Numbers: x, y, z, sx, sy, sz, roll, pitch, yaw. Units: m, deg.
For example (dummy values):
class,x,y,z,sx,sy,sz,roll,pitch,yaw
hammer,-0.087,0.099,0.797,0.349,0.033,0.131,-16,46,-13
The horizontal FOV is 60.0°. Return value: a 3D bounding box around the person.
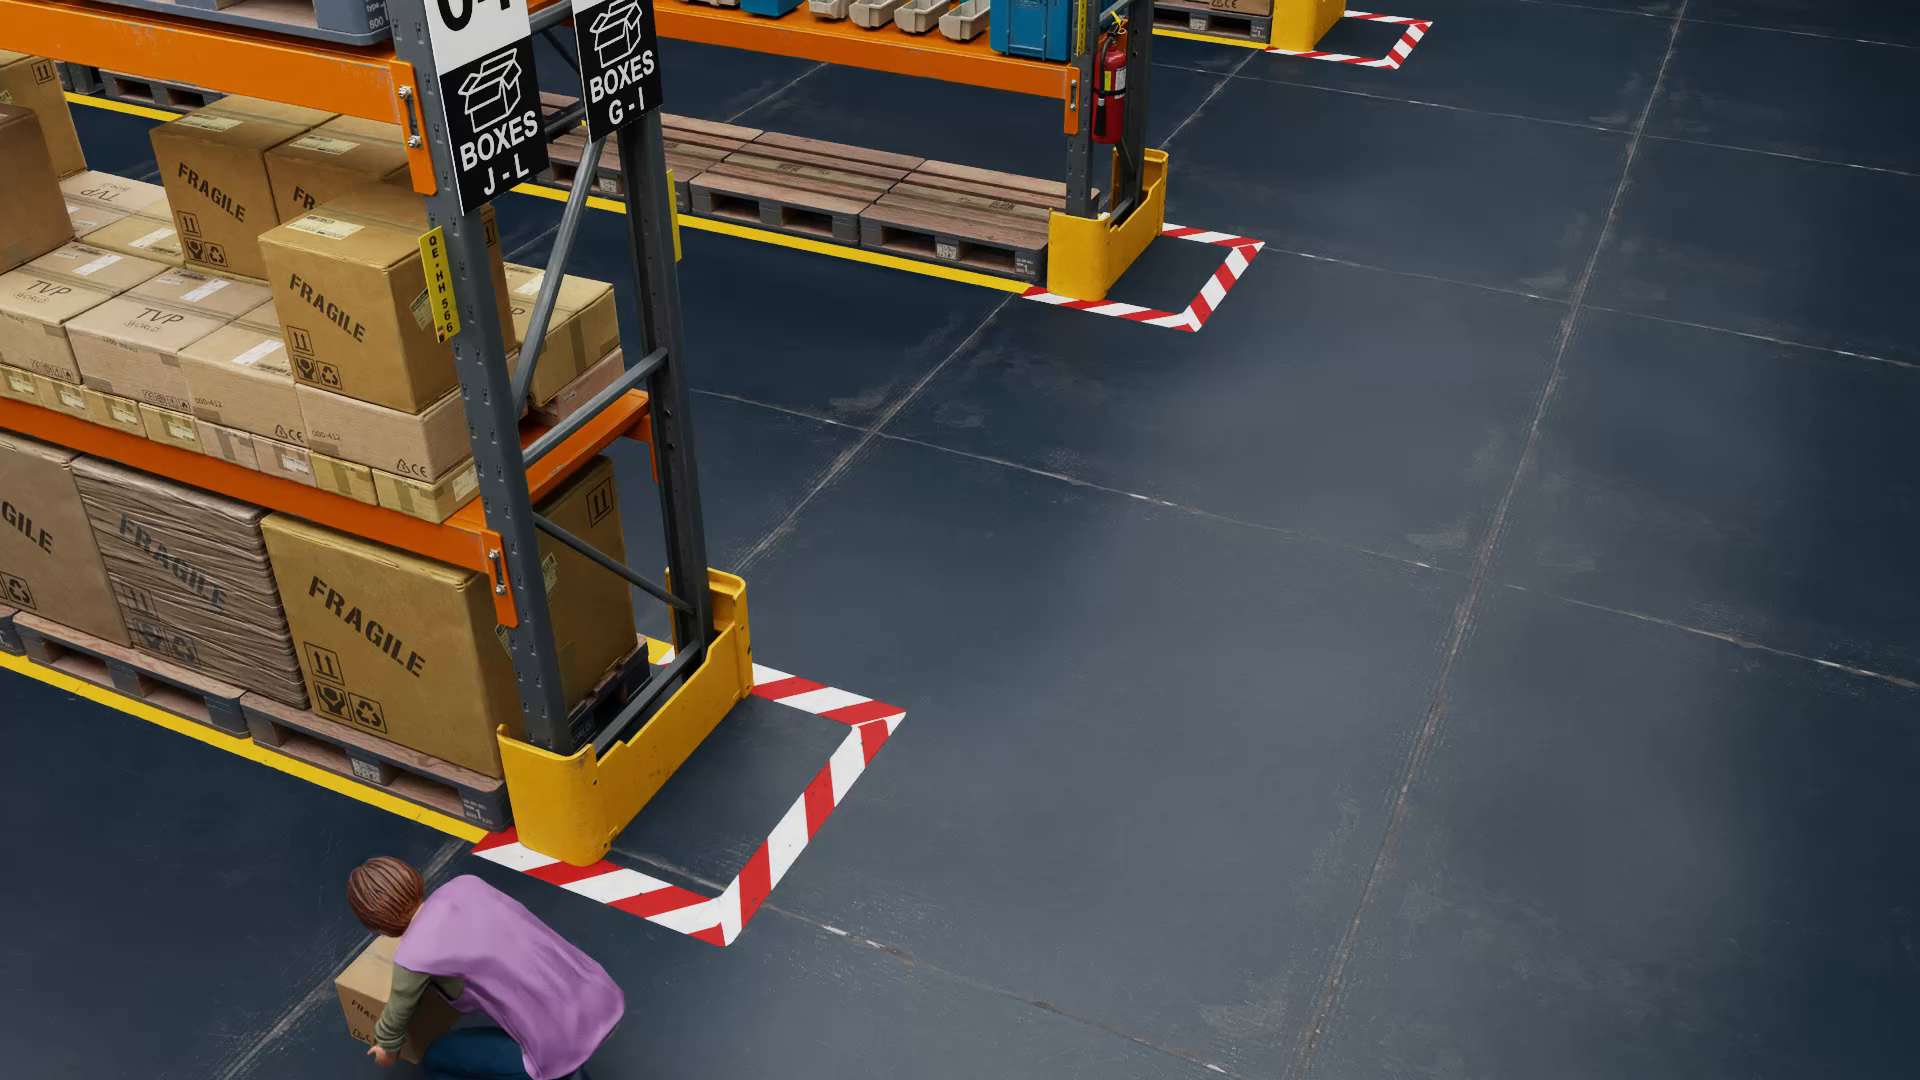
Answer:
class,x,y,z,sx,sy,sz,roll,pitch,yaw
person,-1.337,1.344,4.750,0.782,0.948,0.446,14,37,20
